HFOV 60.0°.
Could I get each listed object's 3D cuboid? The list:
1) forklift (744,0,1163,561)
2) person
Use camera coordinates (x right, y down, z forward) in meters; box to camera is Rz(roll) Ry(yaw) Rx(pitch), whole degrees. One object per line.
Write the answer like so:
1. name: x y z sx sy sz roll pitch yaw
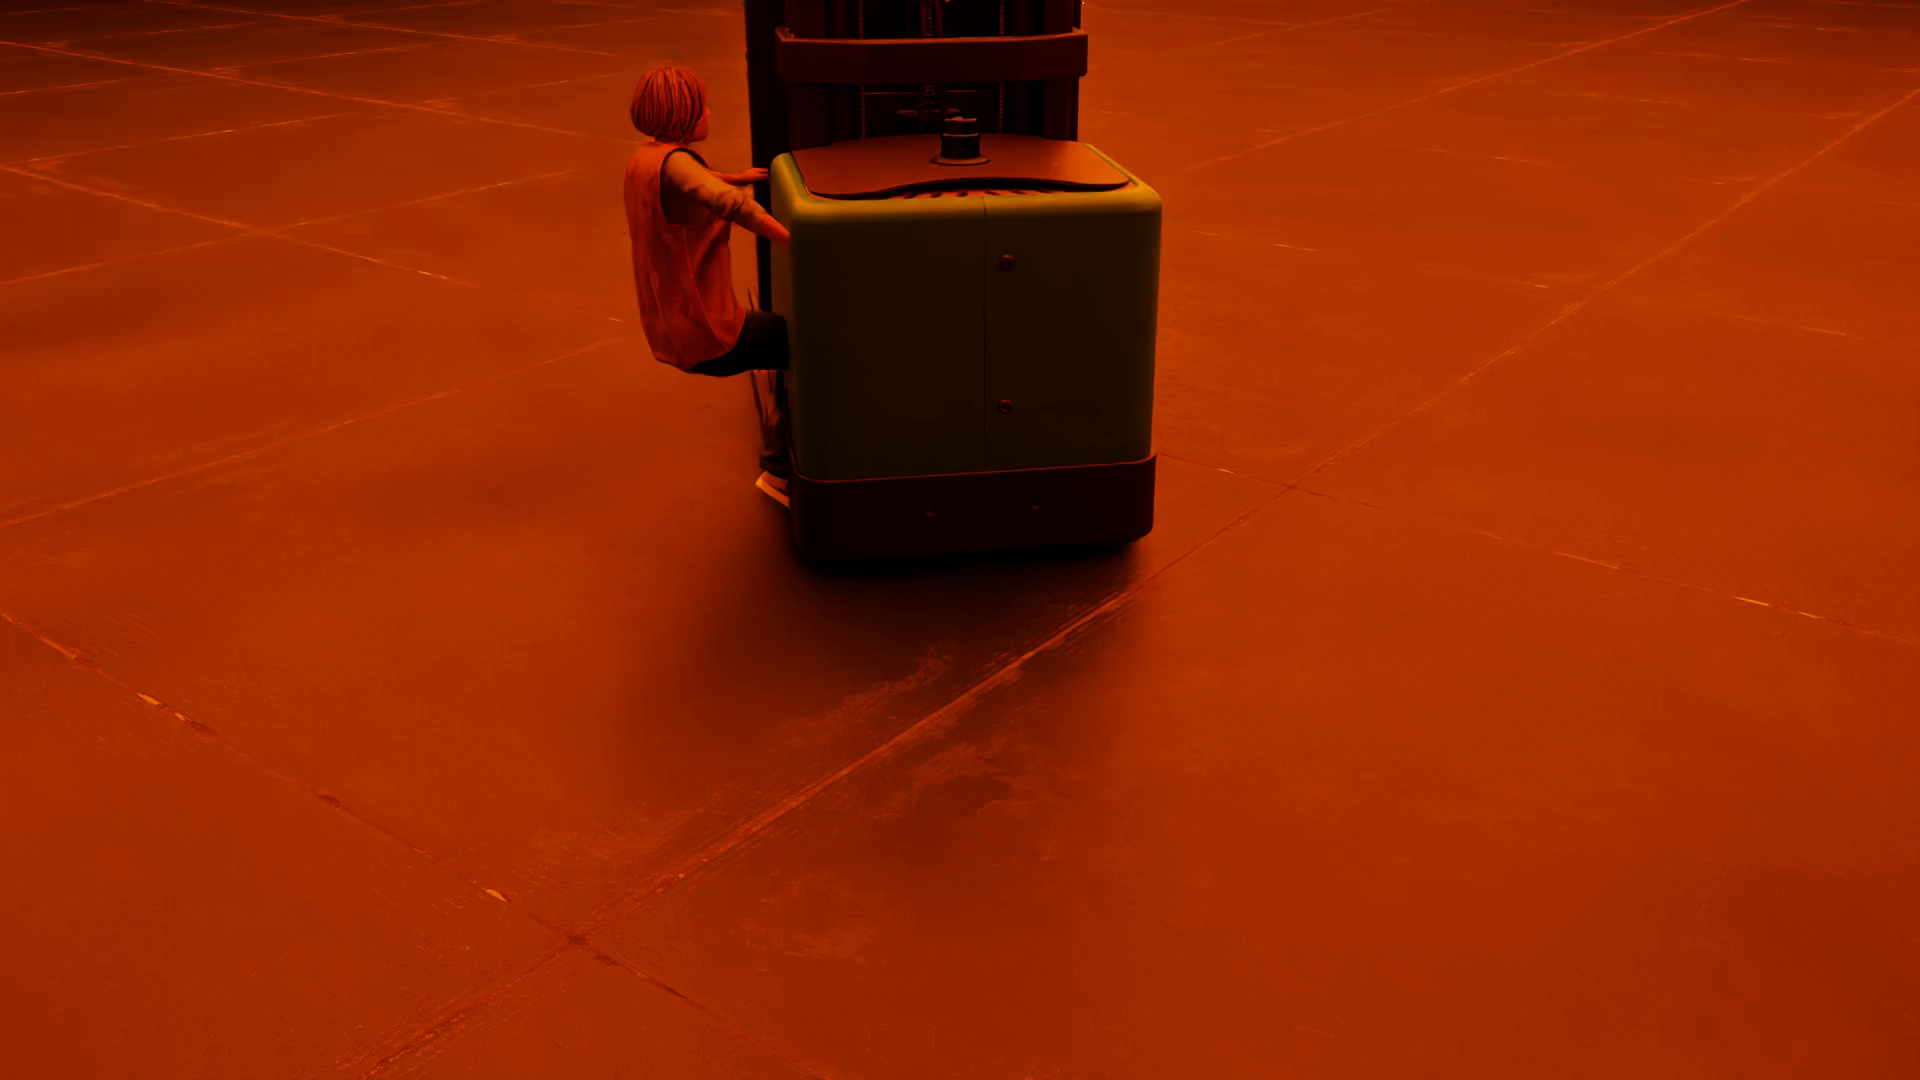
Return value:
1. forklift: -0.193 -1.841 5.576 1.130 2.935 3.031 -4 24 -9
2. person: -0.572 -0.709 4.908 0.756 1.365 0.893 -16 28 -33
